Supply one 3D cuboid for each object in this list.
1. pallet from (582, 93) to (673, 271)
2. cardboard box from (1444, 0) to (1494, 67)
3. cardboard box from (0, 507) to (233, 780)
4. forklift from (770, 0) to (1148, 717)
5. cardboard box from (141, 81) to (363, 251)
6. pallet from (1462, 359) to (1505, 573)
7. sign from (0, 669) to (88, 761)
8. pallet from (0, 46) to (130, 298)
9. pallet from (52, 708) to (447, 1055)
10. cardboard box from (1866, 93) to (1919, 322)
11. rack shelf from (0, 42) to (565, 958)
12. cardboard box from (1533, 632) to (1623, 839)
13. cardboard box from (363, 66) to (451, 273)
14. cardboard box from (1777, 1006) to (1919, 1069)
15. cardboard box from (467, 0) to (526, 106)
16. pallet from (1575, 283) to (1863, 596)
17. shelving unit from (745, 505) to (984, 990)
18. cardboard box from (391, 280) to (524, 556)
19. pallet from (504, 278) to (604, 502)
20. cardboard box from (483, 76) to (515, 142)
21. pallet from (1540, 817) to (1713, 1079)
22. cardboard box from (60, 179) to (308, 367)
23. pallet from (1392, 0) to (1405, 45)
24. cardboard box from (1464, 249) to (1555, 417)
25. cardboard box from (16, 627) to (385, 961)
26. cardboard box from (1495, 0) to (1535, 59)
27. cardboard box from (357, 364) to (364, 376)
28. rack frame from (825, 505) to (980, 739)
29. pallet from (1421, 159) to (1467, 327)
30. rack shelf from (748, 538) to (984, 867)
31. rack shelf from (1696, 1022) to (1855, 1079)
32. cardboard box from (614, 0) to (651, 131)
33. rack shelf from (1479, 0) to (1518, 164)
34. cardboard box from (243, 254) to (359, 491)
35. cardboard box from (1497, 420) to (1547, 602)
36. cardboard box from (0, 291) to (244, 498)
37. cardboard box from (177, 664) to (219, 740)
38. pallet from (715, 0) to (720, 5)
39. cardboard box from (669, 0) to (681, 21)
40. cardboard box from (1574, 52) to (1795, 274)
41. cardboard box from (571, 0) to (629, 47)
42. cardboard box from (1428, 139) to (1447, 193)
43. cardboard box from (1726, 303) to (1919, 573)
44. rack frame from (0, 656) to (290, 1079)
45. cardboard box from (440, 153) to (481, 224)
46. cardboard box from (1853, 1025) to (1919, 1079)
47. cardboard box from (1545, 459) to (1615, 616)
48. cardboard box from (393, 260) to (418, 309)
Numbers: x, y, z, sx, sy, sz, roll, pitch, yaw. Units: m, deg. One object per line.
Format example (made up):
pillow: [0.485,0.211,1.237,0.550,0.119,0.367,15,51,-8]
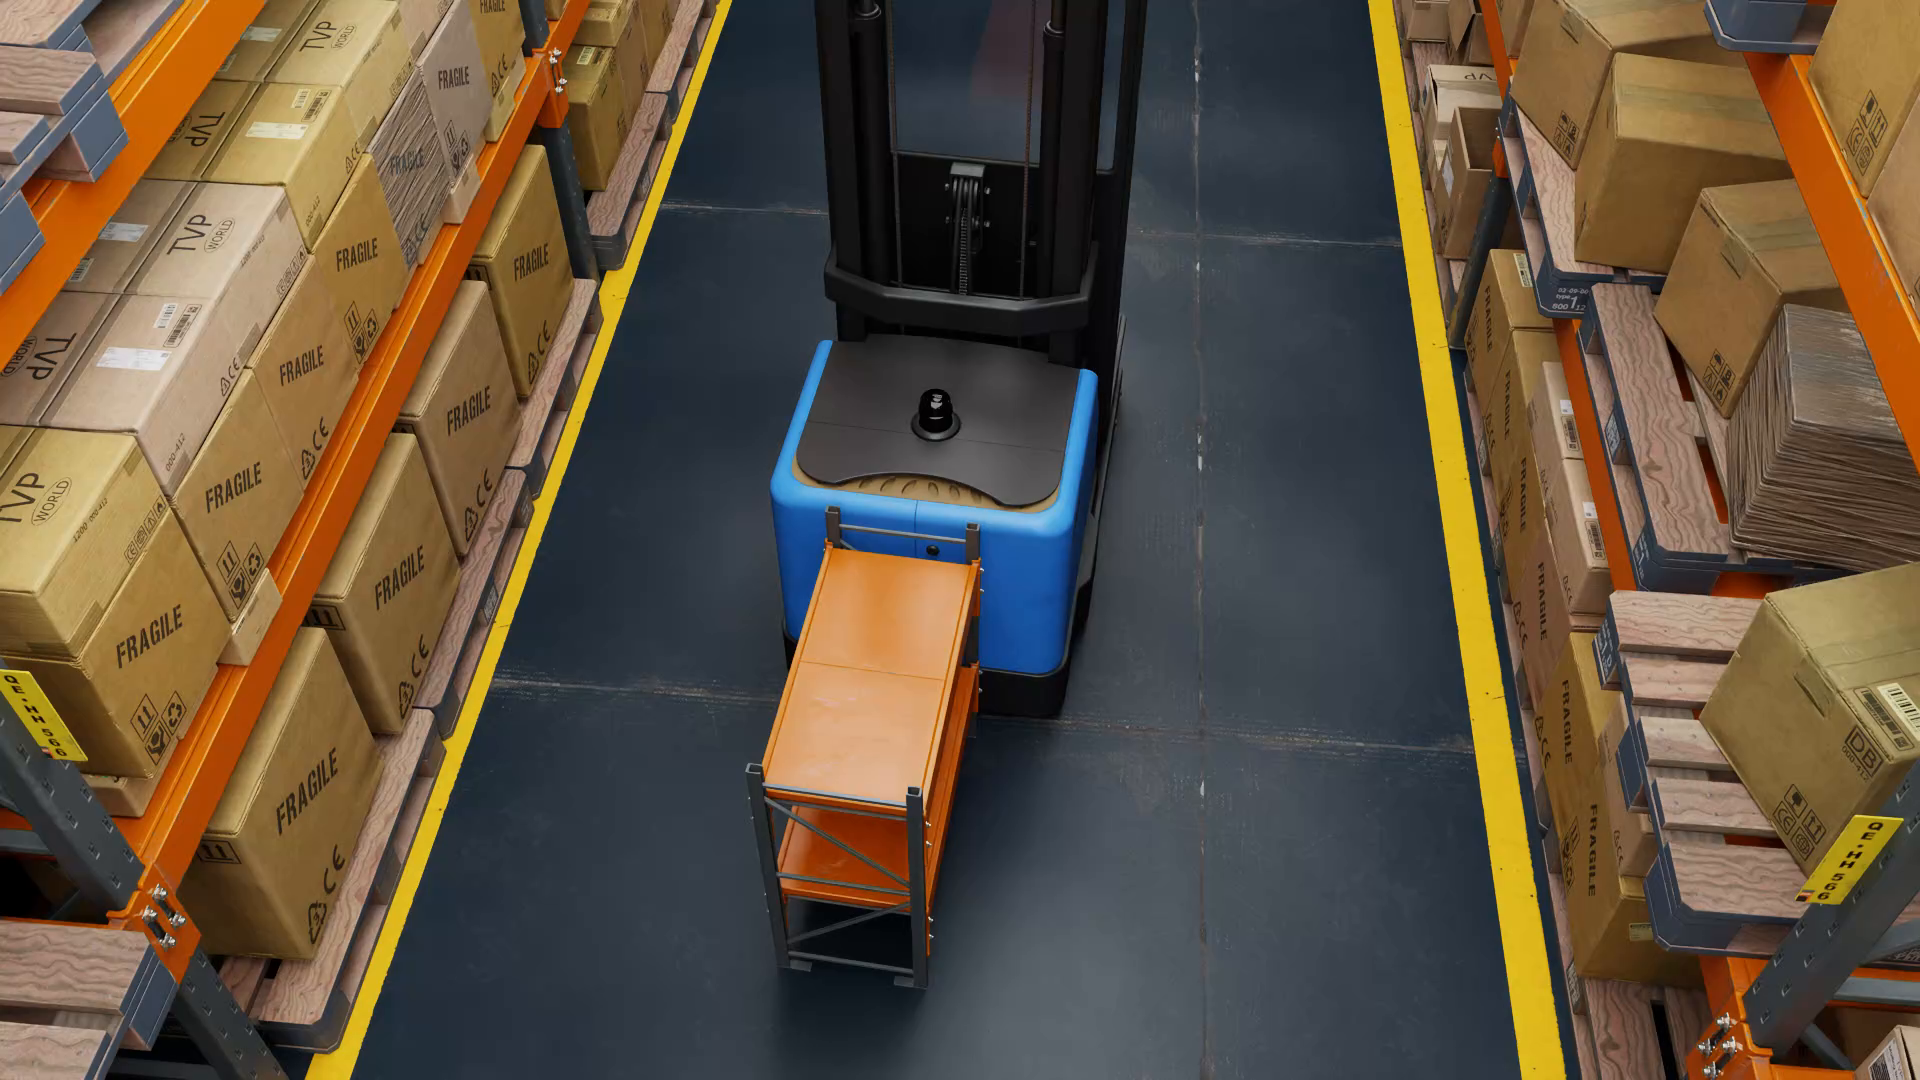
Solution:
pallet: [-2.058,-1.829,8.306,1.003,0.211,1.213,4,48,4]
cardboard box: [2.894,-2.573,8.490,0.797,0.503,0.637,4,48,4]
cardboard box: [-2.271,0.242,4.239,0.500,0.500,0.500,5,48,5]
forklift: [0.106,-1.447,6.113,1.130,2.935,3.031,7,48,7]
cardboard box: [-2.142,-1.126,4.982,0.500,0.250,0.500,3,48,3]
pallet: [2.691,-0.345,6.949,1.003,0.211,1.213,4,48,4]
sign: [-2.029,0.388,3.657,0.100,0.325,0.005,4,48,4]
pallet: [-2.564,-0.703,3.481,1.213,0.211,1.003,6,48,5]
pallet: [-2.423,1.089,5.637,1.003,0.211,1.213,4,48,4]
cardboard box: [2.416,-0.691,3.275,0.910,0.500,0.500,4,48,4]
rack shelf: [-2.388,-0.504,5.692,1.077,0.370,4.000,4,48,4]
cardboard box: [2.262,0.665,5.531,0.500,0.500,0.500,2,48,2]
cardboard box: [-2.088,-1.258,5.610,0.500,0.500,0.500,4,48,4]
cardboard box: [2.689,1.433,4.829,0.500,0.500,0.500,6,48,5]
cardboard box: [-1.997,-2.002,6.291,0.500,0.500,0.500,3,48,3]
pallet: [2.536,-0.312,5.158,1.003,0.211,1.213,4,48,4]
shelving unit: [-0.268,0.678,5.393,0.538,1.125,1.048,7,48,6]
cardboard box: [-2.214,-0.493,6.367,0.750,0.750,0.750,5,48,5]
pallet: [-2.201,-0.704,7.277,1.003,0.211,1.213,4,48,4]
cardboard box: [-1.954,-1.684,6.440,0.380,0.149,0.250,5,48,4]
pallet: [2.469,1.448,5.309,1.003,0.211,1.213,4,48,4]
cardboard box: [-2.182,-0.751,4.639,0.500,0.250,0.500,4,48,4]
pallet: [3.014,-3.243,9.599,1.003,0.211,1.213,4,48,4]
cardboard box: [2.441,-0.852,6.919,0.500,0.500,0.500,2,48,2]
cardboard box: [-2.373,0.775,5.207,0.750,0.750,0.750,3,48,3]
cardboard box: [2.518,-2.305,6.783,0.500,0.500,0.500,5,48,4]
cardboard box: [-2.181,-0.554,5.406,0.380,0.149,0.250,4,48,4]
rack frame: [-0.184,0.309,5.731,0.500,1.125,0.032,7,48,6]
pallet: [2.791,-1.450,7.959,1.003,0.211,1.213,4,48,4]
rack shelf: [-0.268,0.481,5.177,0.538,0.278,1.000,7,48,6]
rack shelf: [2.181,2.765,2.702,1.077,0.370,4.000,4,48,4]
cardboard box: [-1.986,-2.427,8.372,0.700,0.500,0.500,3,48,3]
rack shelf: [2.910,-3.113,8.078,1.077,0.370,4.000,4,48,4]
cardboard box: [-2.168,-0.507,4.924,0.500,0.500,0.500,4,48,3]
cardboard box: [2.350,-0.093,6.224,0.500,0.500,0.500,4,48,4]
cardboard box: [-2.224,-0.383,4.302,0.500,0.250,0.500,3,48,3]
cardboard box: [-2.278,0.390,4.544,0.380,0.149,0.250,4,48,4]
pallet: [-1.836,-3.622,9.946,1.003,0.211,1.213,4,48,4]
cardboard box: [-1.896,-3.196,9.076,0.700,0.500,0.500,2,48,2]
cardboard box: [2.462,-1.219,5.506,0.700,0.500,0.500,11,48,10]
cardboard box: [-1.823,-2.516,8.014,0.380,0.149,0.250,5,48,5]
cardboard box: [2.472,-1.790,8.014,0.380,0.149,0.250,4,48,4]
cardboard box: [2.582,-0.252,4.622,0.700,0.500,0.500,12,49,11]
rack frame: [-2.567,0.723,4.082,0.949,2.616,0.053,4,48,4]
cardboard box: [-1.988,-1.299,6.088,0.380,0.149,0.250,4,48,4]
cardboard box: [2.287,1.347,3.571,0.500,0.311,0.500,7,48,6]
cardboard box: [2.305,-0.002,5.633,0.500,0.250,0.500,3,48,3]
cardboard box: [-2.114,-0.941,5.760,0.380,0.149,0.250,3,48,2]
